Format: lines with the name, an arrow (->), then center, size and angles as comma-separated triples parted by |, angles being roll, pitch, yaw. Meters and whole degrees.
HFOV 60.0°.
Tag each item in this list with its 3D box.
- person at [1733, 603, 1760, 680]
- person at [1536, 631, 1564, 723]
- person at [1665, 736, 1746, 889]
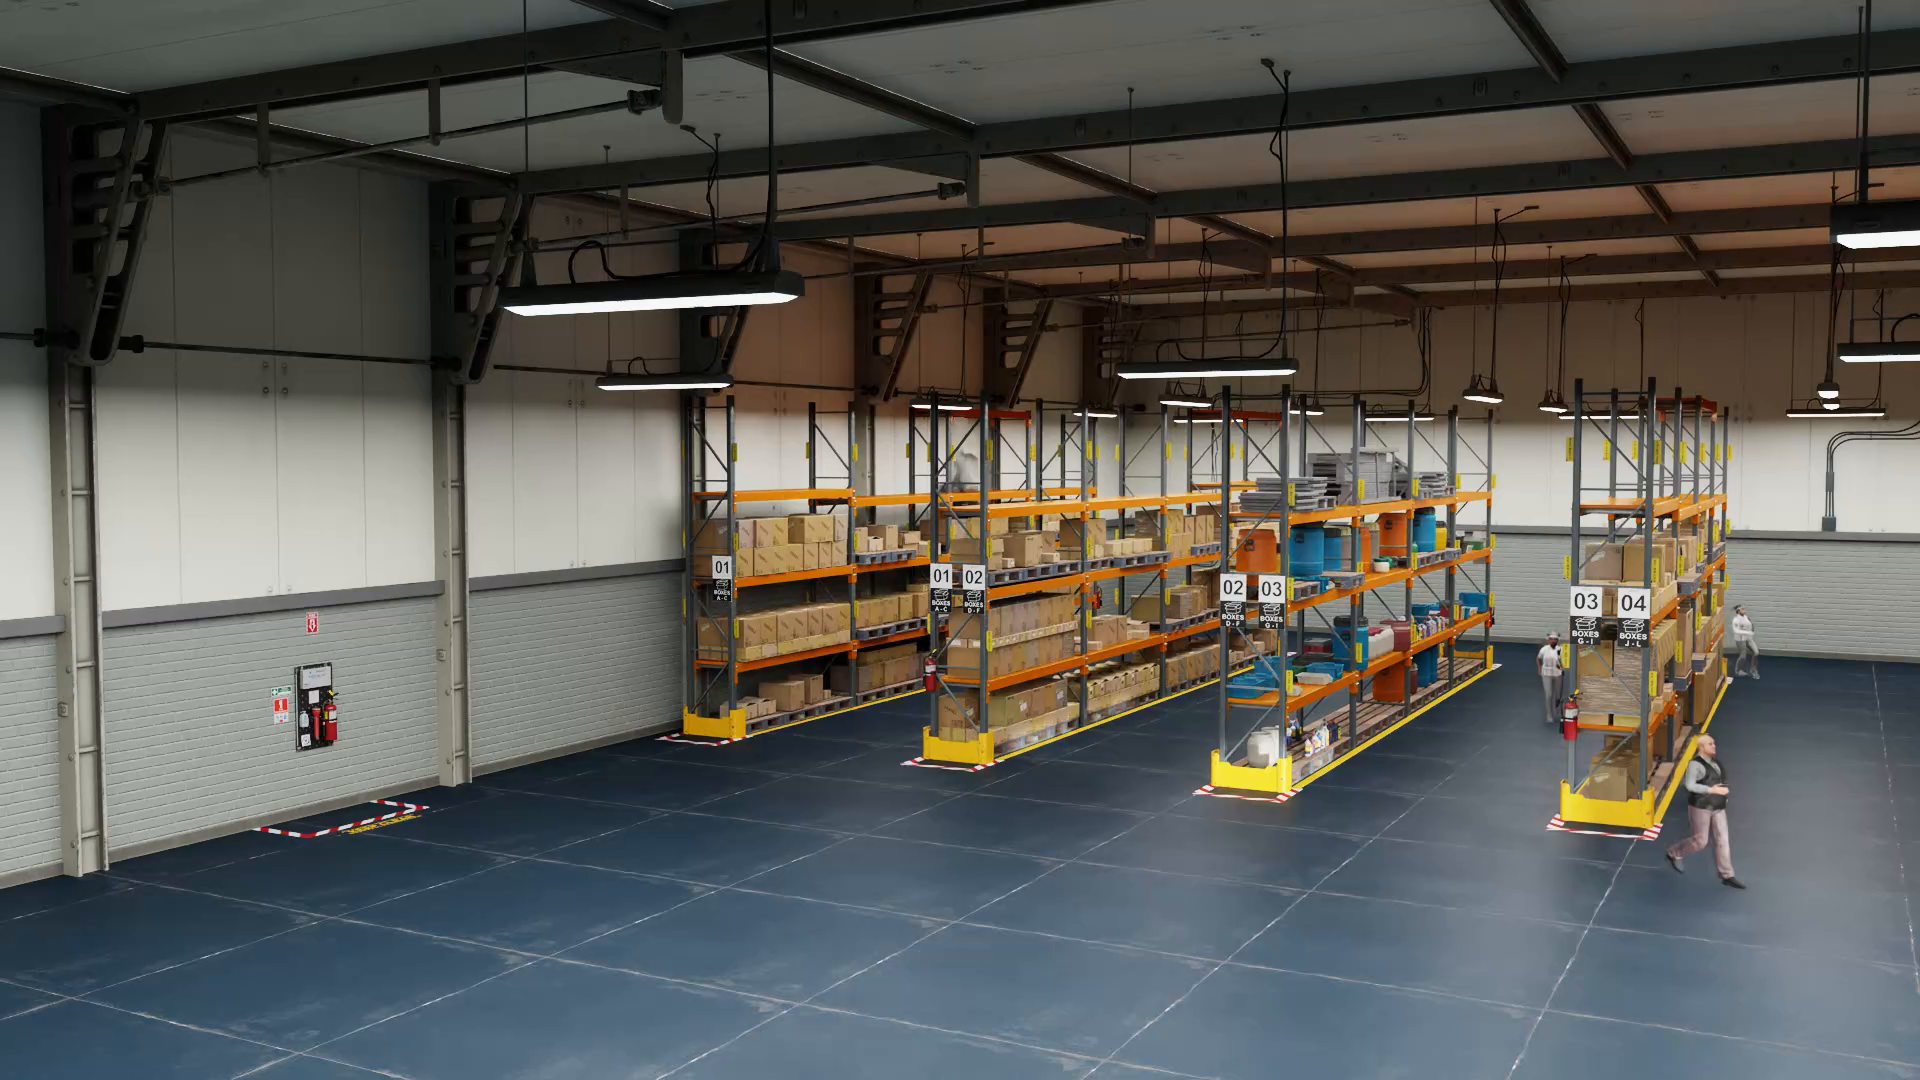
person -> 17.312, 2.227, 36.782 | 0.576, 1.682, 0.663 | -1, 3, -21
person -> 11.038, 2.529, 30.989 | 0.588, 1.669, 0.851 | 1, 3, 20
person -> 8.611, 3.098, 19.150 | 0.663, 1.693, 0.990 | -2, 3, -28
